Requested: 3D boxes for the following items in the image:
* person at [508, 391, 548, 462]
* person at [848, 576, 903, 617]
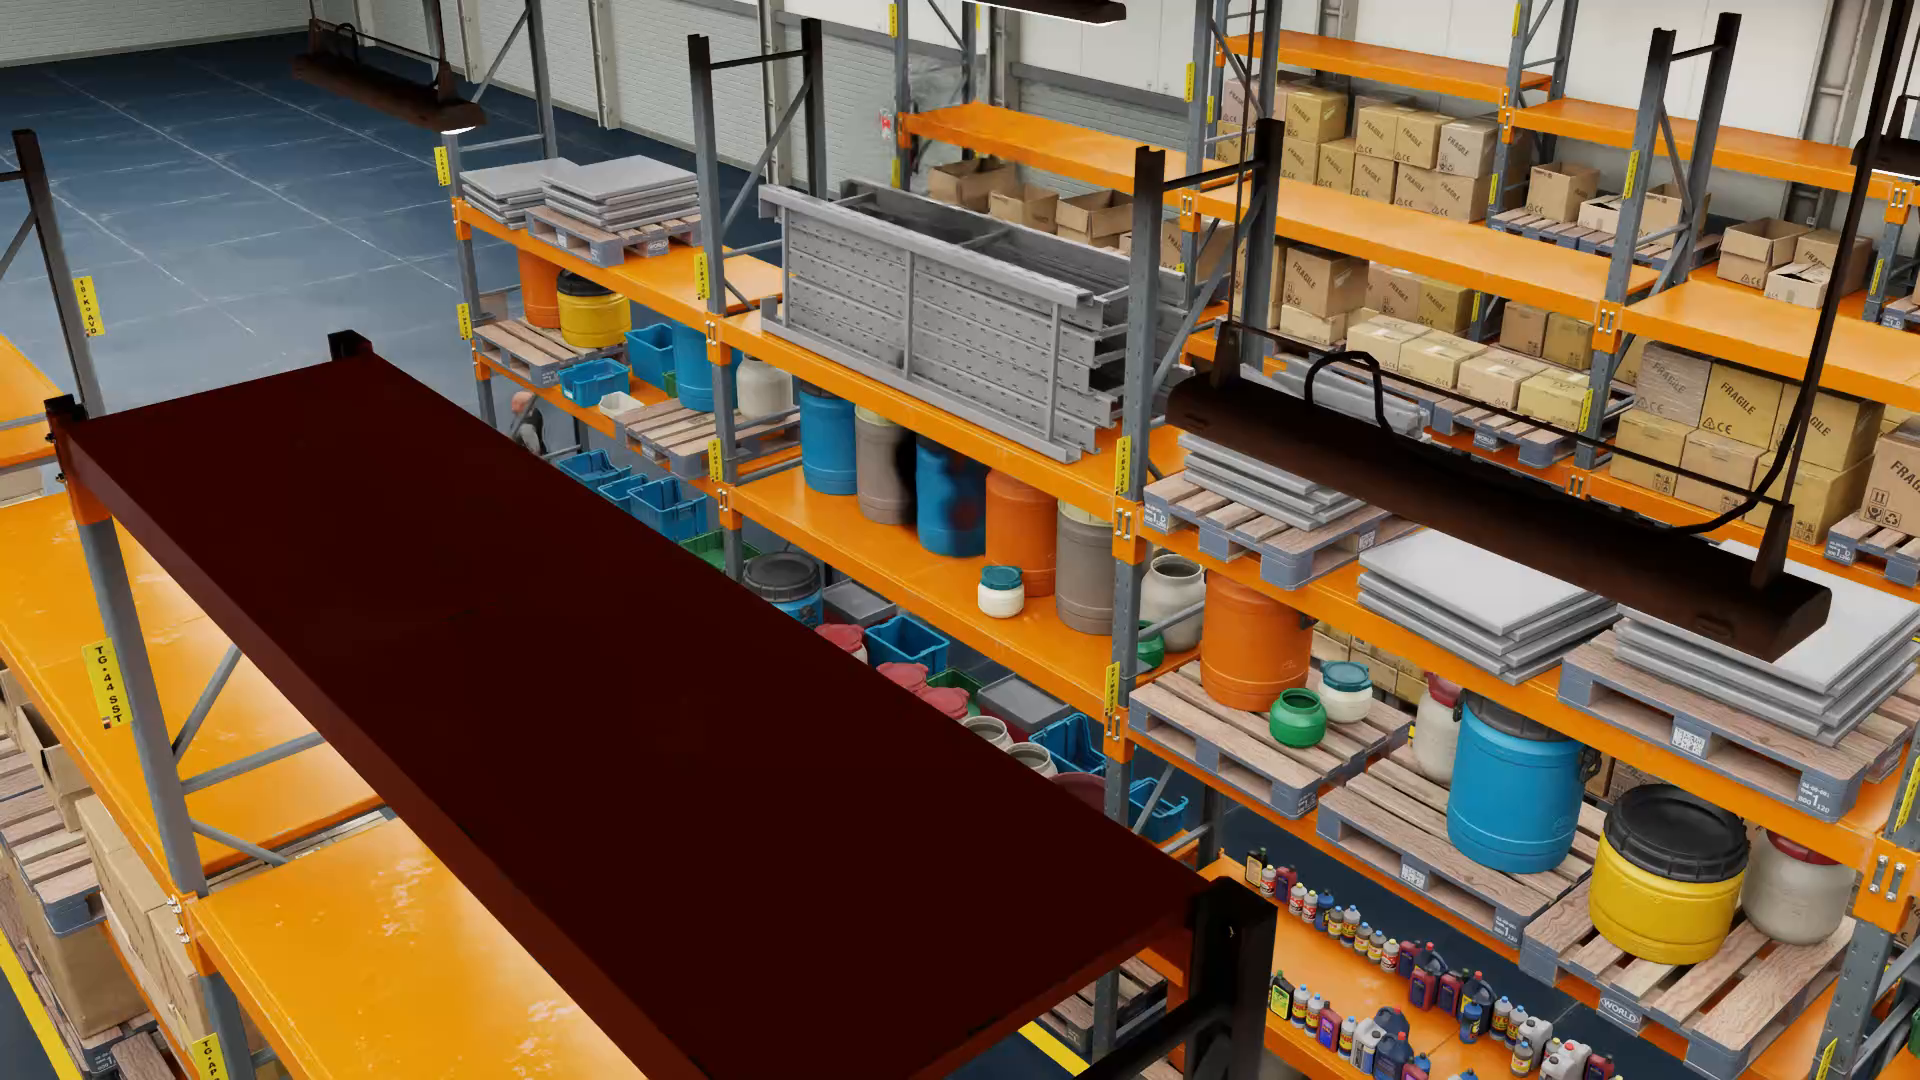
[{"bbox_3d":[-4.469,-0.775,17.241,0.890,1.675,0.714,-1,27,-1],"label":"person"},{"bbox_3d":[-0.821,0.227,15.393,0.558,1.605,0.583,24,35,38],"label":"person"}]
